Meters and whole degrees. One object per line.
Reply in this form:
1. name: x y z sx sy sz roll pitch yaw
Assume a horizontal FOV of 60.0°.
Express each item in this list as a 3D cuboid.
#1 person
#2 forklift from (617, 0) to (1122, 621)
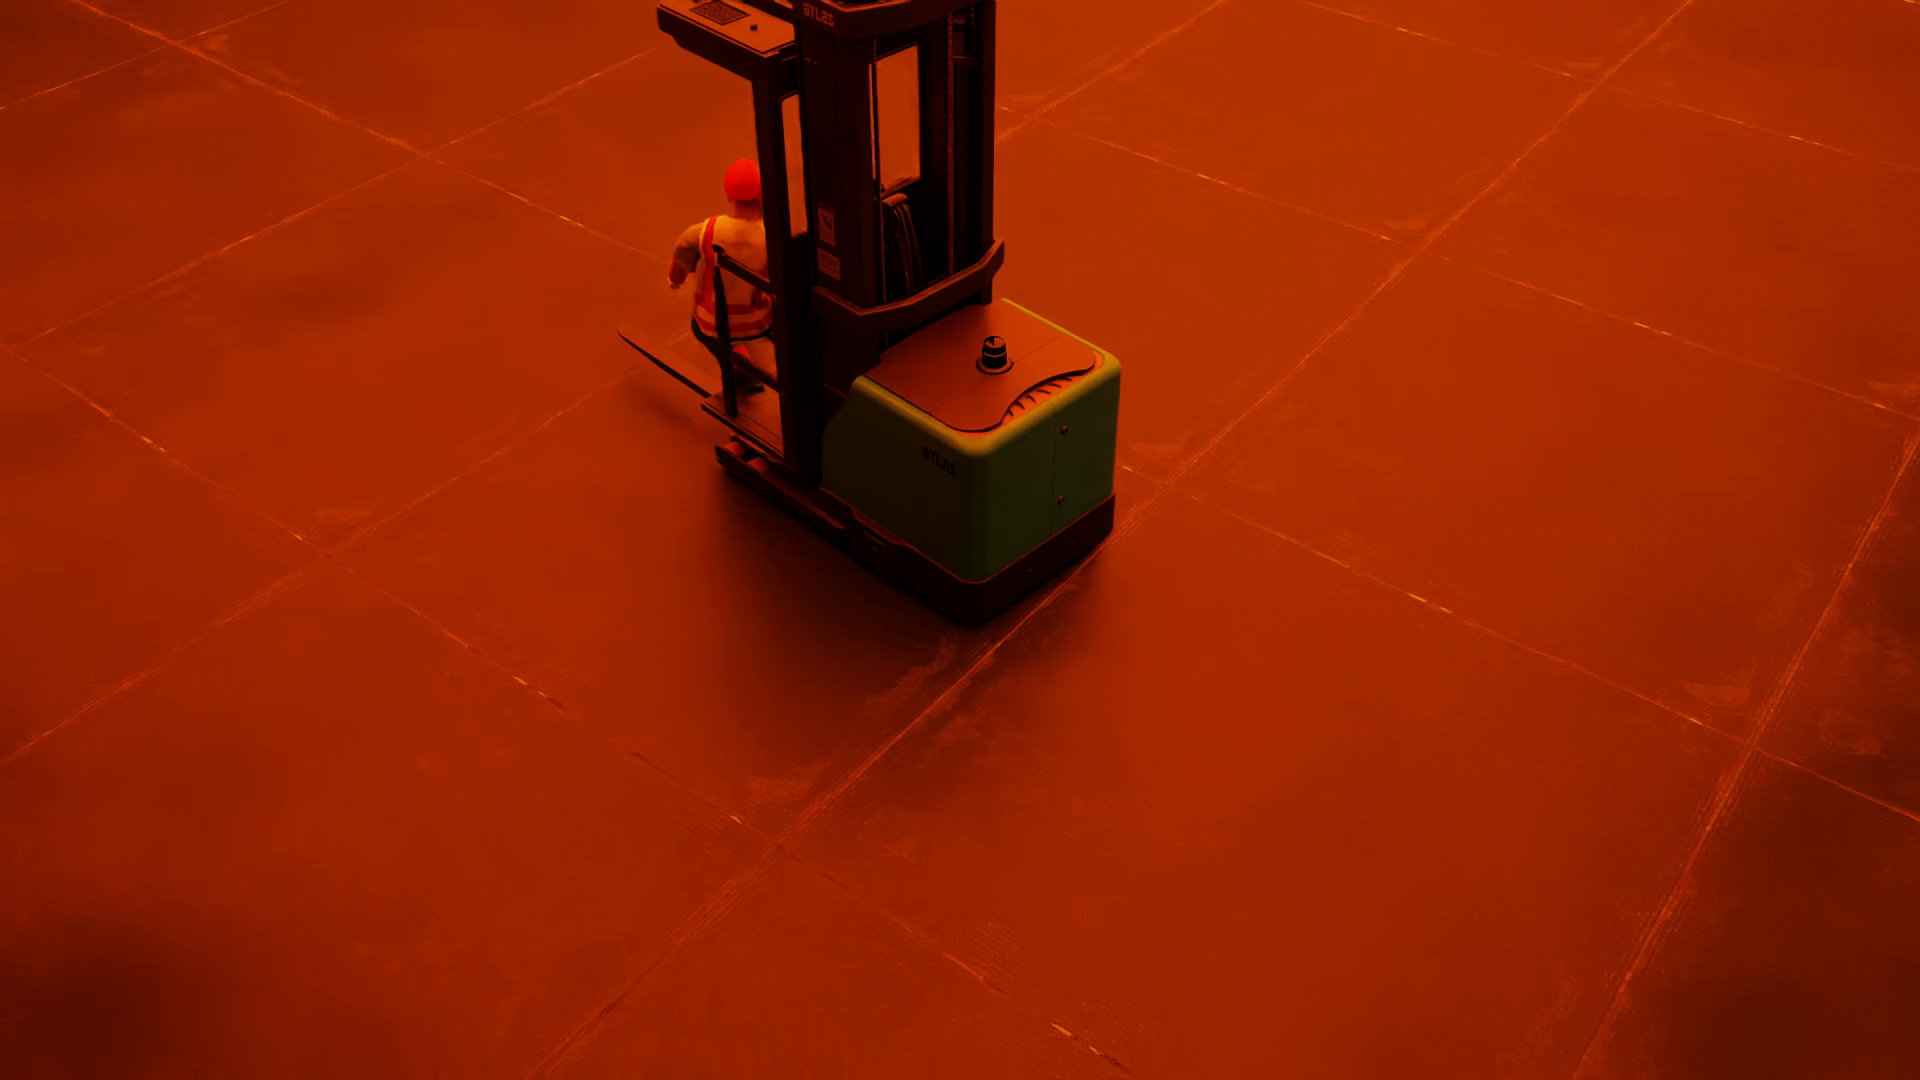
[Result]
1. person: -1.054 -1.288 8.419 0.836 1.567 0.719 -2 41 -3
2. forklift: -0.632 -1.587 7.936 1.130 2.935 3.031 -33 50 -32
